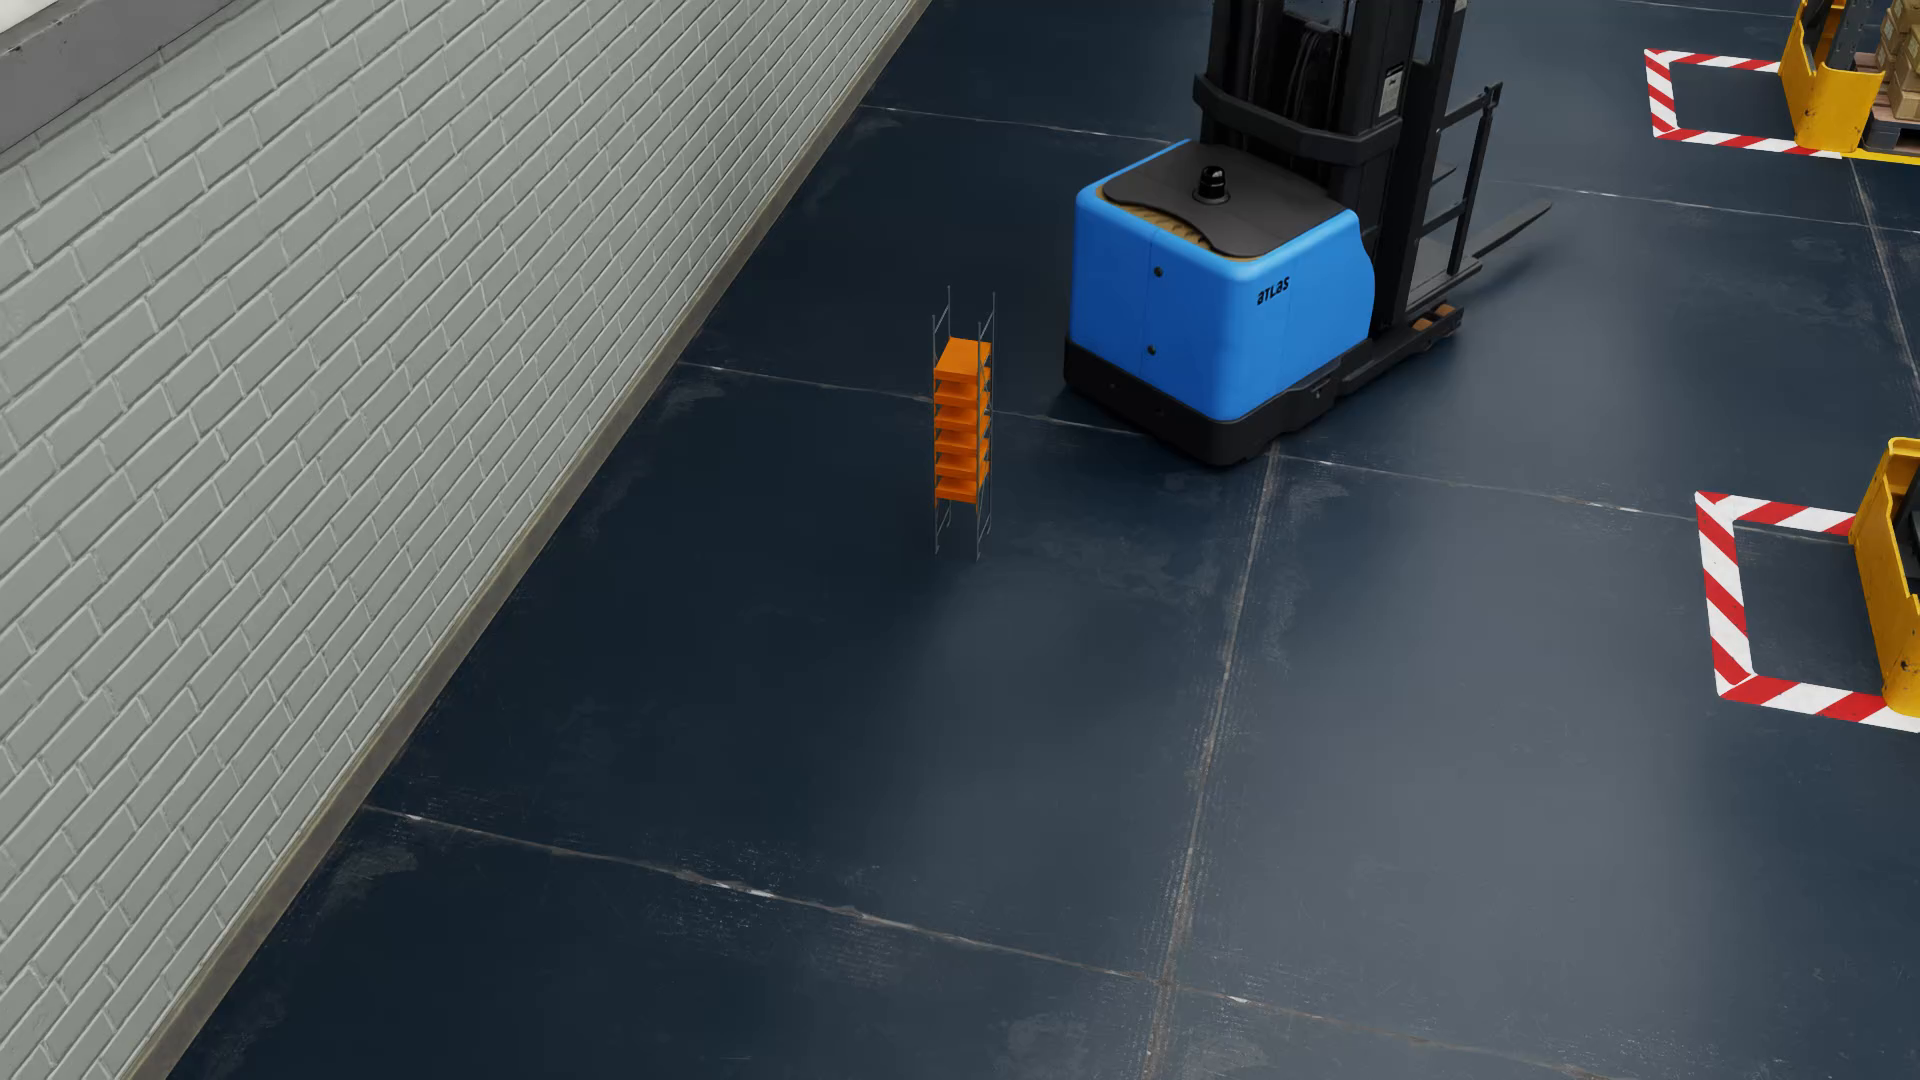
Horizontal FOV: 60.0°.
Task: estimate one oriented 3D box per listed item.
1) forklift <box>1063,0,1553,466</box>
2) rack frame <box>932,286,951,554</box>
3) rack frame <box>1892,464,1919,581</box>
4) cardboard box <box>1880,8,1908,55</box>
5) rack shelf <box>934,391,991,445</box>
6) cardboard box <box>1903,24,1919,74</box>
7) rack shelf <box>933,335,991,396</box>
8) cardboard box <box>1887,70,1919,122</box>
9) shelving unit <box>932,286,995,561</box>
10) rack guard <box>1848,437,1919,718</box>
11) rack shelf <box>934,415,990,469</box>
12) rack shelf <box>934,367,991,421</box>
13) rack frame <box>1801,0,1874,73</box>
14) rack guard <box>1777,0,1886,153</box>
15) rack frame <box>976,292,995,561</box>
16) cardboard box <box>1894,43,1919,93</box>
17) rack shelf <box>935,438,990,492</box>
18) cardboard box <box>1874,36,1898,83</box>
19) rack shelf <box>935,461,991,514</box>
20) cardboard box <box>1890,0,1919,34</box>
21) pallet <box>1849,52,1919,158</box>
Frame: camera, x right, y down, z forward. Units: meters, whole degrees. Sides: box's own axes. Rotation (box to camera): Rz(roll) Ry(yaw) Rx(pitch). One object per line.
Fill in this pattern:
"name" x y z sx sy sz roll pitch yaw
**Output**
"forklift" 1.919 -2.288 7.695 3.031 2.935 1.130 -31 49 -32
"rack frame" -0.074 -0.472 6.879 0.006 1.200 0.240 10 41 11
"rack frame" 3.937 -0.812 5.884 0.127 3.000 1.000 10 41 11
"cardboard box" 5.901 -3.149 10.326 0.250 0.149 0.380 9 41 10
"rack shelf" 0.014 -0.515 6.813 0.180 0.103 0.258 10 41 11
"cardboard box" 5.735 -2.875 9.768 0.250 0.149 0.380 8 41 9
"rack shelf" 0.014 -0.699 6.658 0.180 0.103 0.258 10 41 11
"cardboard box" 5.740 -2.659 9.974 0.250 0.149 0.380 11 41 12
"shelving unit" 0.014 -0.457 6.861 0.189 1.200 0.258 10 41 11
"rack guard" 3.914 0.142 6.693 0.348 0.500 1.175 10 41 11
"rack shelf" 0.014 -0.423 6.890 0.180 0.103 0.258 10 41 11
"rack shelf" 0.014 -0.607 6.735 0.180 0.103 0.258 10 41 11
"rack frame" 5.317 -3.876 9.533 0.127 3.000 1.000 10 41 11
"rack guard" 5.390 -2.906 10.322 0.348 0.500 1.175 10 41 11
"rack frame" 0.102 -0.442 6.843 0.006 1.200 0.240 10 41 11
"cardboard box" 5.757 -2.813 9.926 0.250 0.149 0.380 11 41 13
"rack shelf" 0.014 -0.331 6.967 0.180 0.103 0.258 10 41 11
"cardboard box" 5.879 -2.987 10.365 0.250 0.149 0.380 10 41 12
"rack shelf" 0.014 -0.239 7.044 0.180 0.103 0.258 10 41 11
"cardboard box" 5.894 -3.243 10.206 0.250 0.149 0.380 10 41 12
"pallet" 6.166 -2.639 10.228 1.213 0.211 1.003 10 41 11
